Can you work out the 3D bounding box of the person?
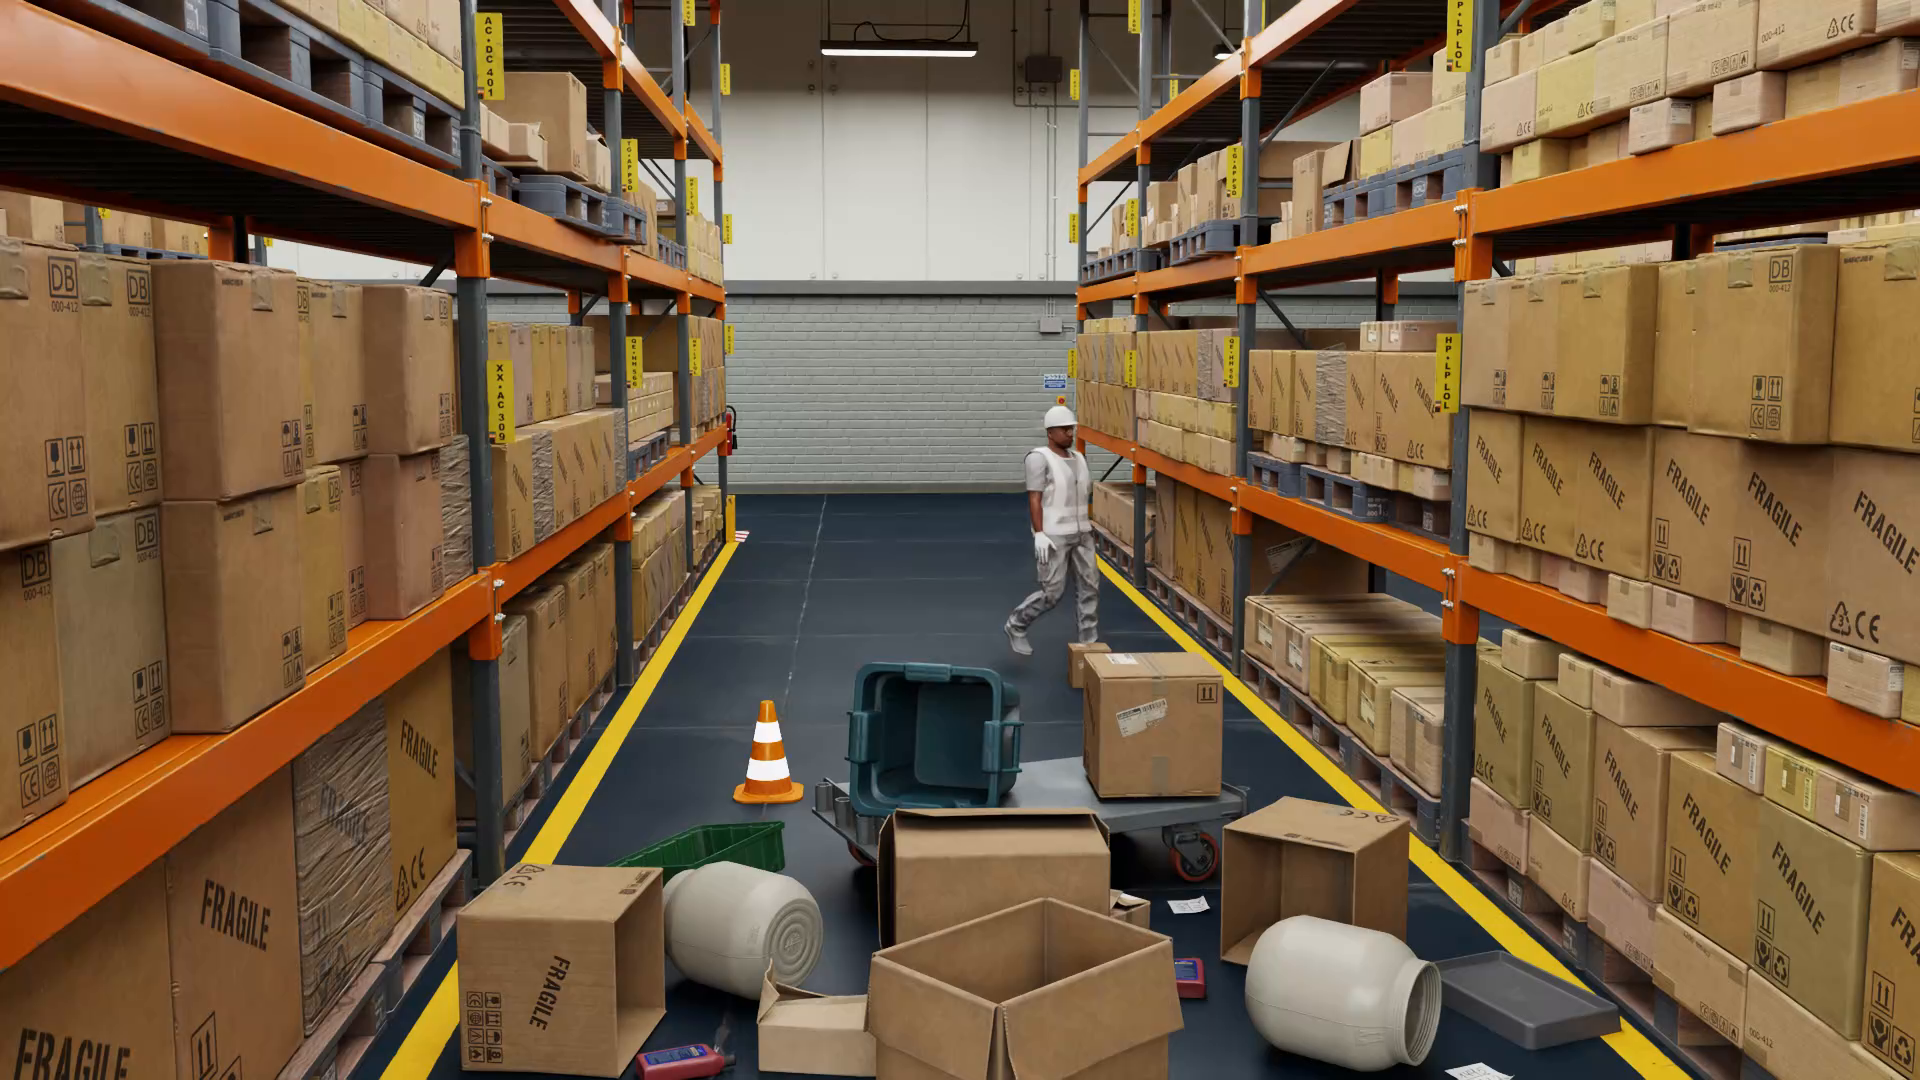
[{"bbox_3d":[0.840,0.010,11.186,0.663,1.838,0.394,-3,7,-21],"label":"person"}]
